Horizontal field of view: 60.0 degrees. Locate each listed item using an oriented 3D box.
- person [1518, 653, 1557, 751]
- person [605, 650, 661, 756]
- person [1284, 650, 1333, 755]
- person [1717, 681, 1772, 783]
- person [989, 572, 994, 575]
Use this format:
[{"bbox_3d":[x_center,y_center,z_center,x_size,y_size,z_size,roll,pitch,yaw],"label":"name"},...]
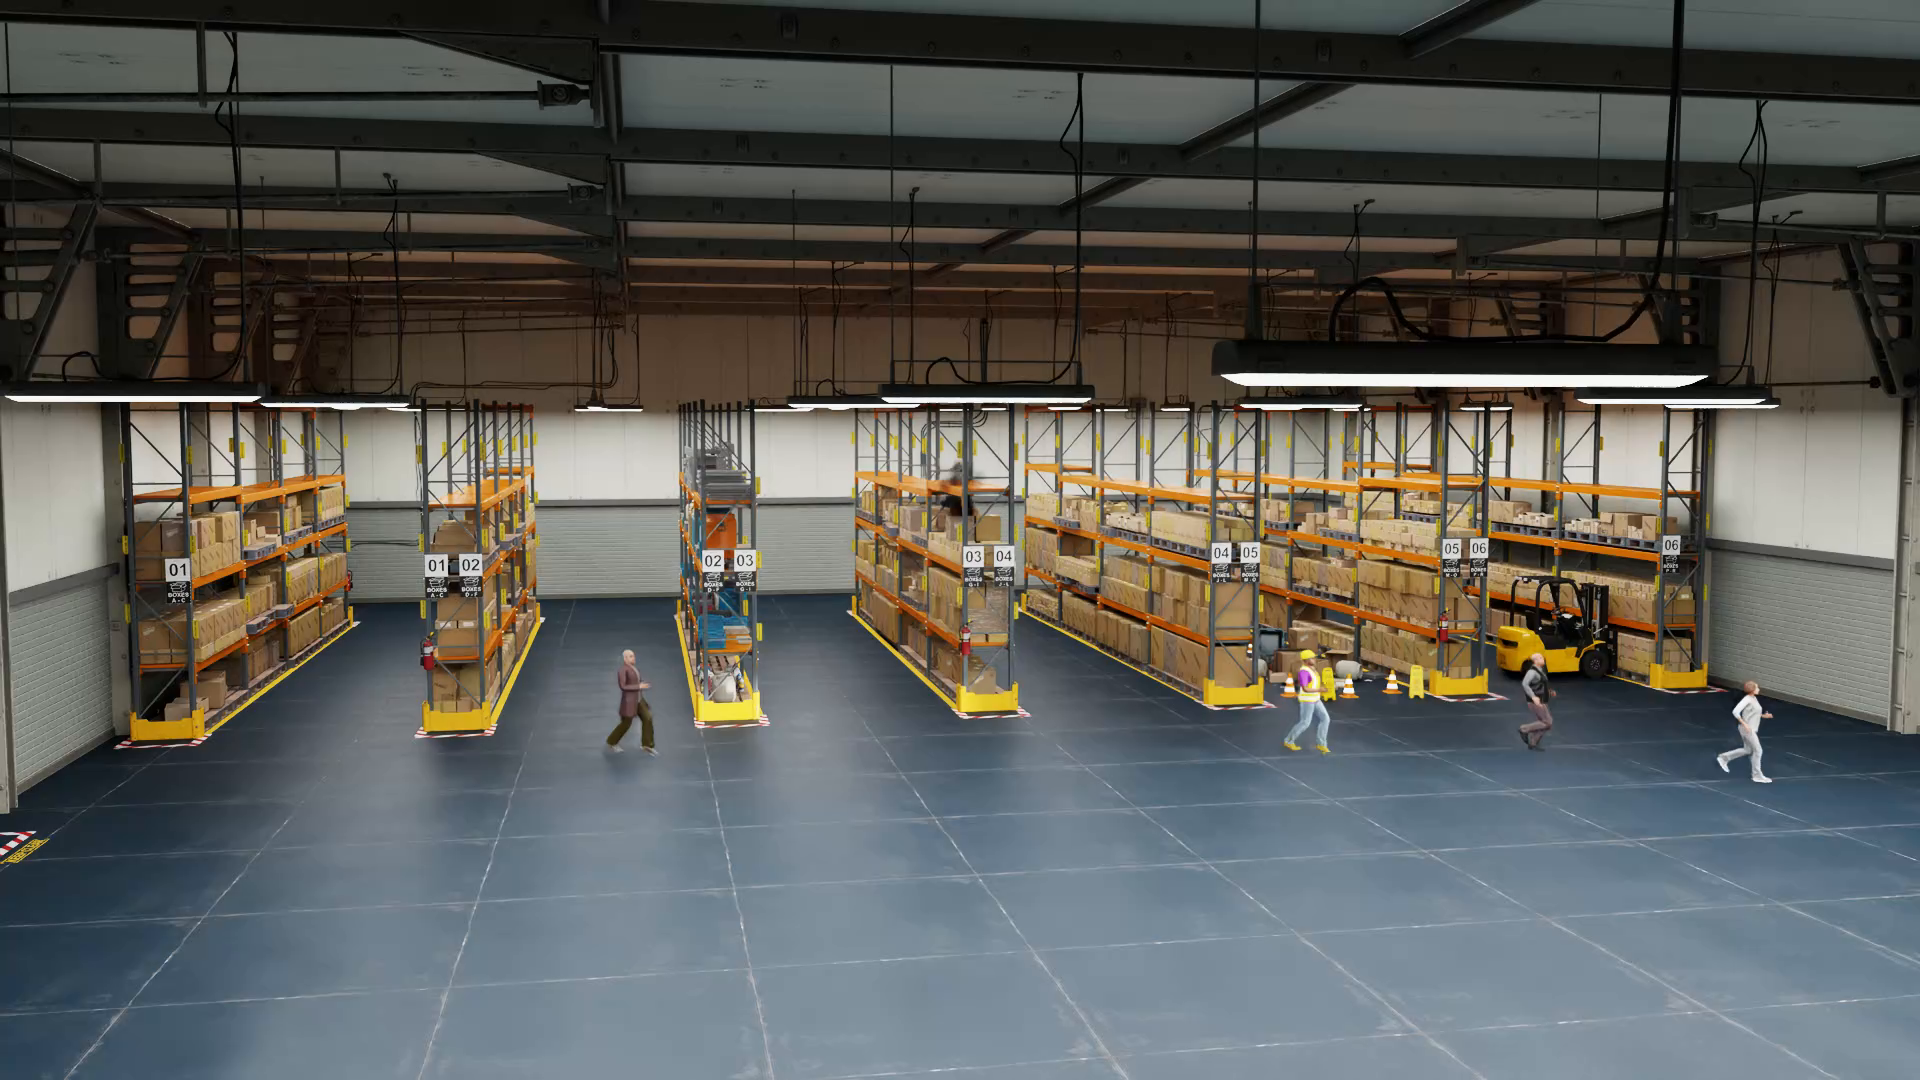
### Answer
[{"bbox_3d":[9.837,2.758,28.309,0.578,1.684,0.665,3,5,32],"label":"person"},{"bbox_3d":[-5.510,2.742,27.924,0.963,1.811,0.725,2,5,20],"label":"person"},{"bbox_3d":[5.895,2.740,28.083,0.804,1.798,0.702,2,5,30],"label":"person"},{"bbox_3d":[12.236,2.968,25.899,0.795,1.576,0.538,3,5,33],"label":"person"},{"bbox_3d":[0.819,1.228,49.244,0.820,1.562,0.520,3,5,37],"label":"person"}]
